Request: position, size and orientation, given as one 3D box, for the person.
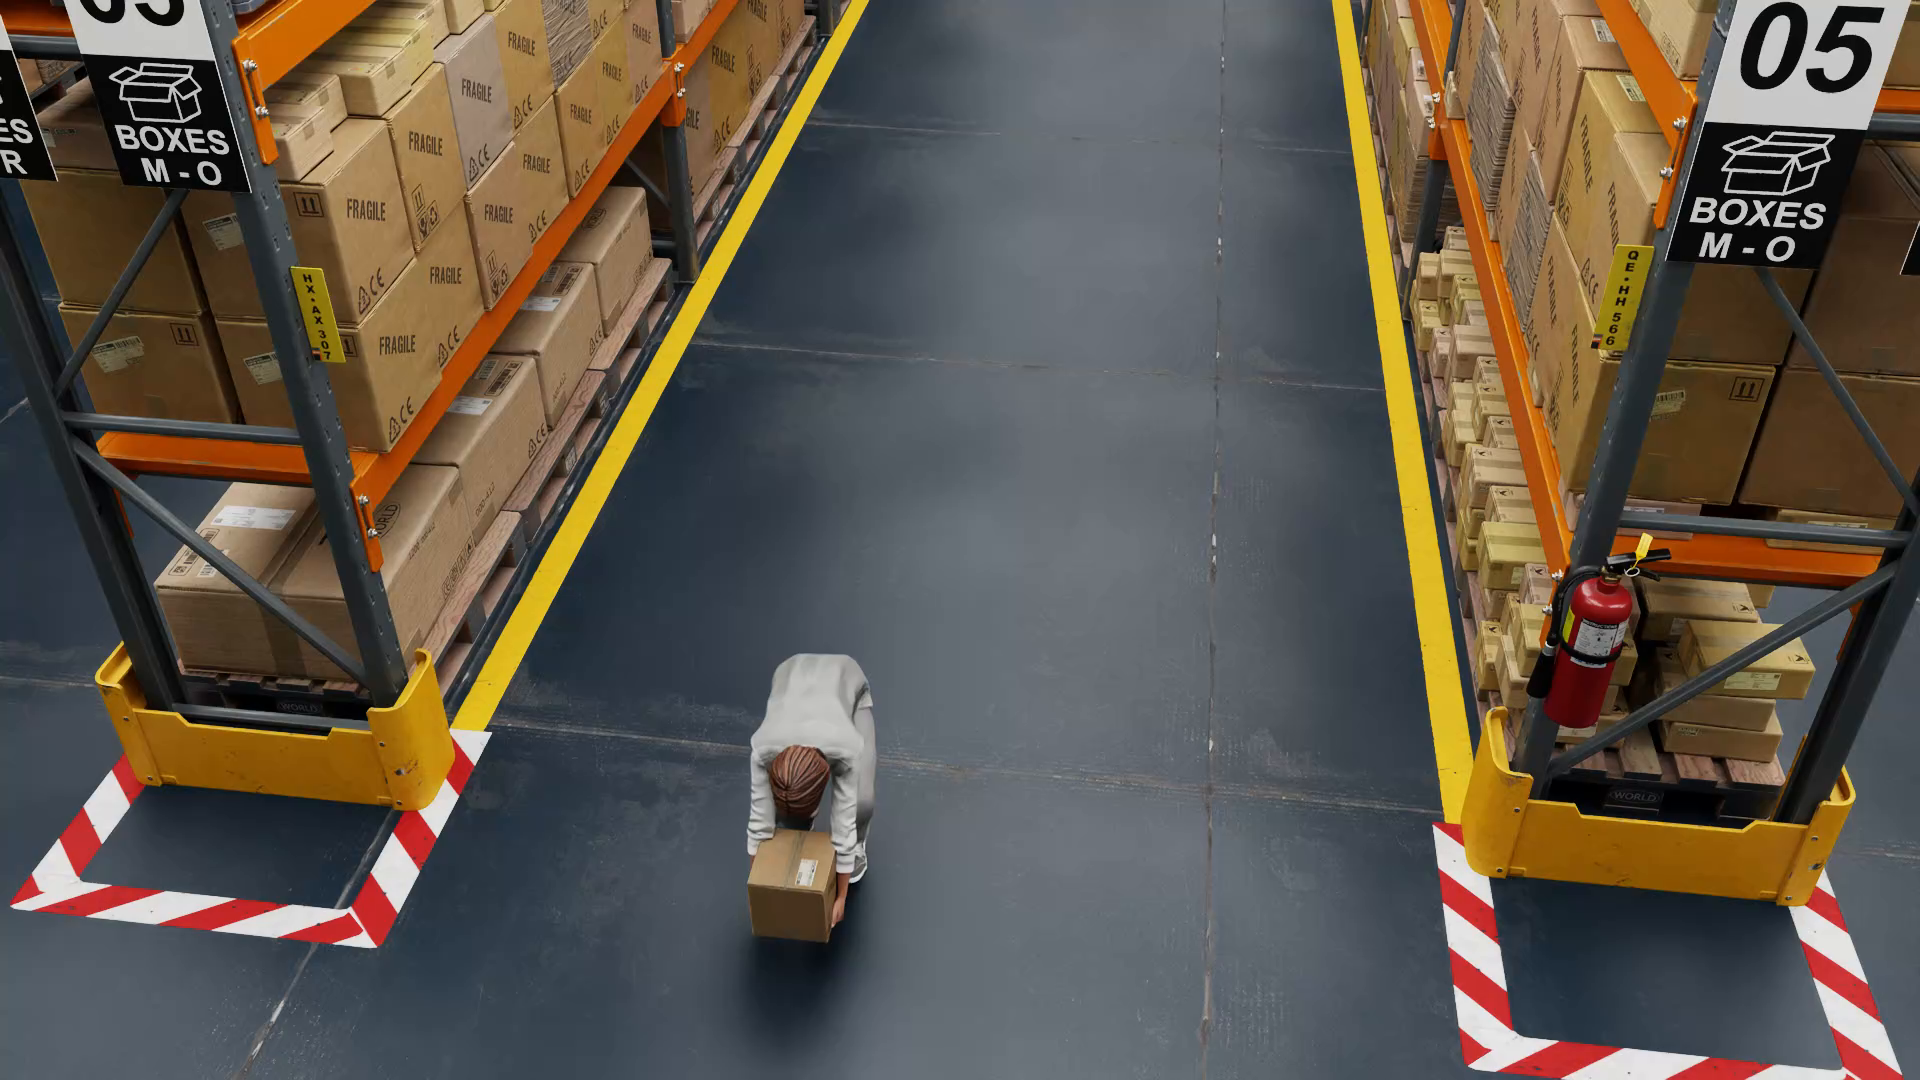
[{"bbox_3d":[-0.495,0.837,5.620,0.424,0.897,0.854,3,37,4],"label":"person"}]
